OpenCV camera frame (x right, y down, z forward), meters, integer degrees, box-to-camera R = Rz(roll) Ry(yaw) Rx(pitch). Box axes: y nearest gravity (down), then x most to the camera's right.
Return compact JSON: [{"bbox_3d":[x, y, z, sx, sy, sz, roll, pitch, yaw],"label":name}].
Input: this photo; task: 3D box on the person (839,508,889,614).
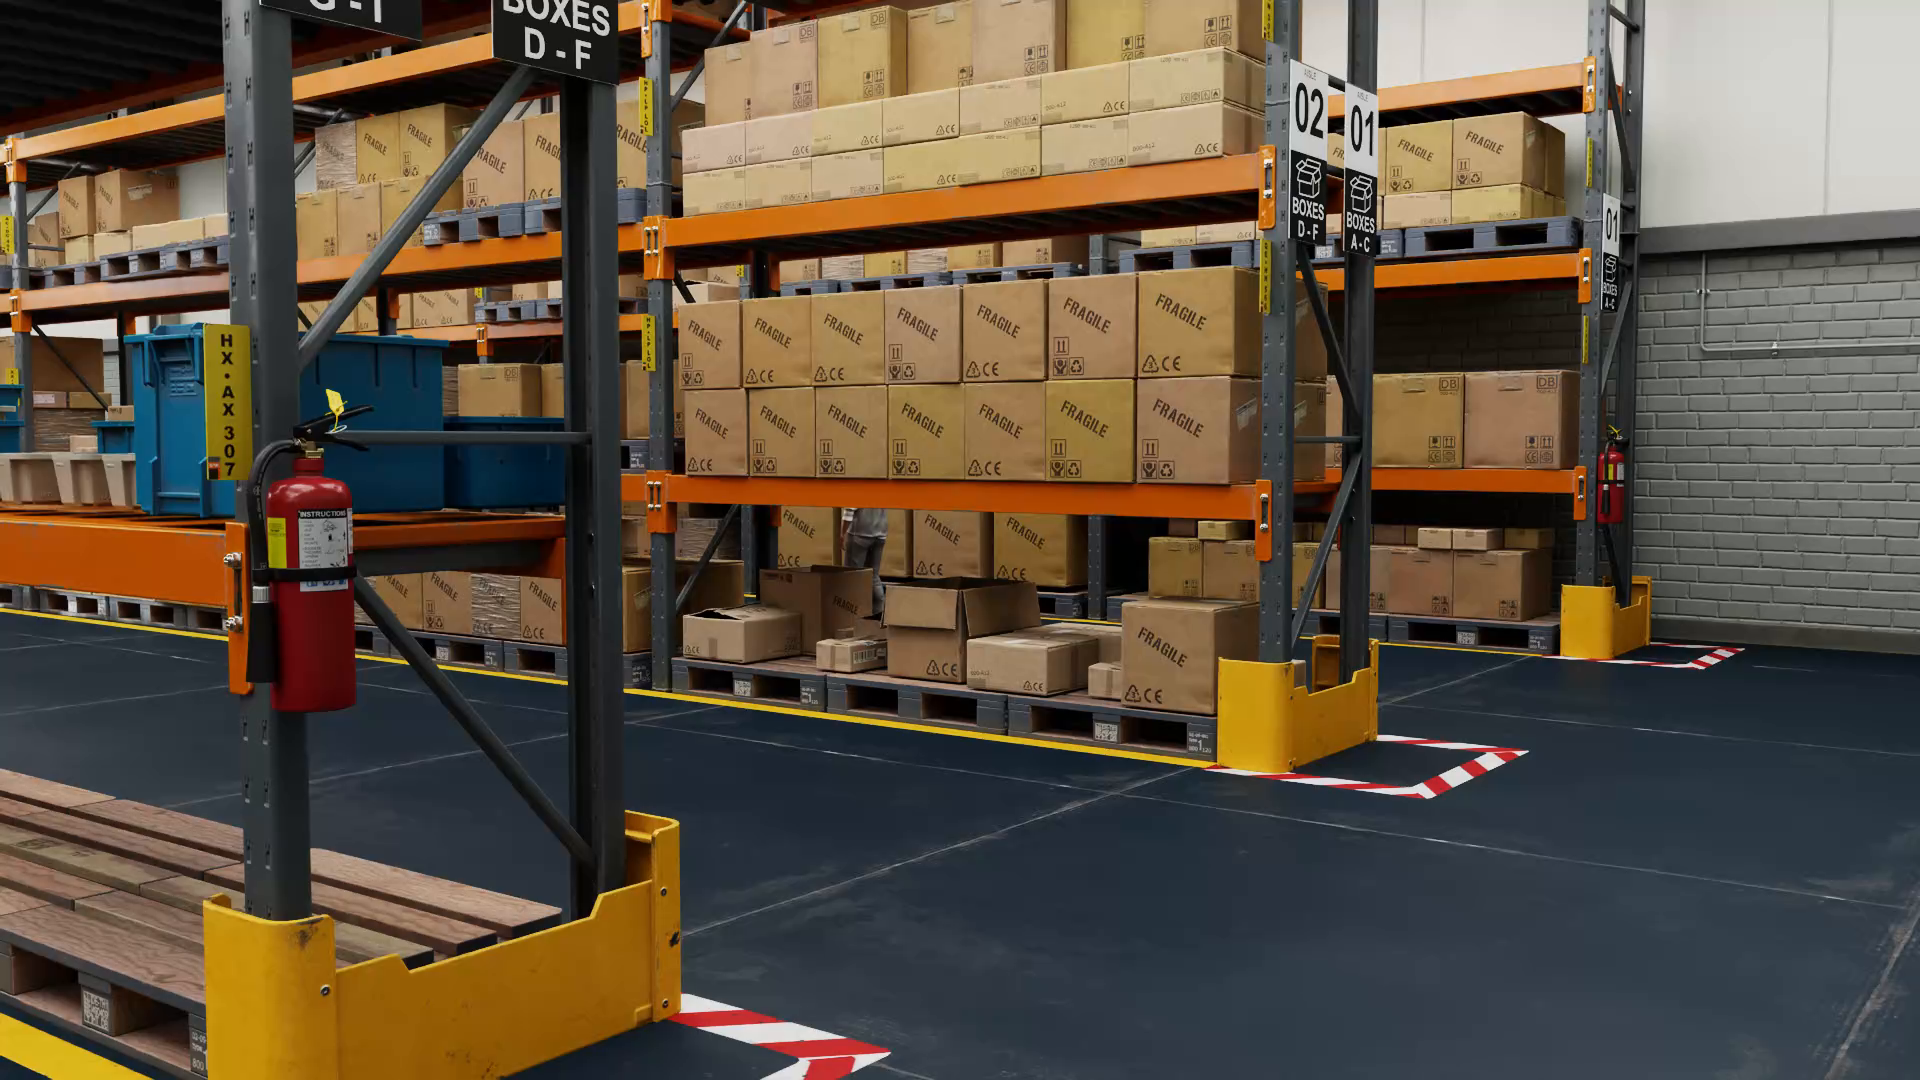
[{"bbox_3d":[-0.726,-0.037,12.526,0.346,1.592,0.464,2,4,36],"label":"person"}]
